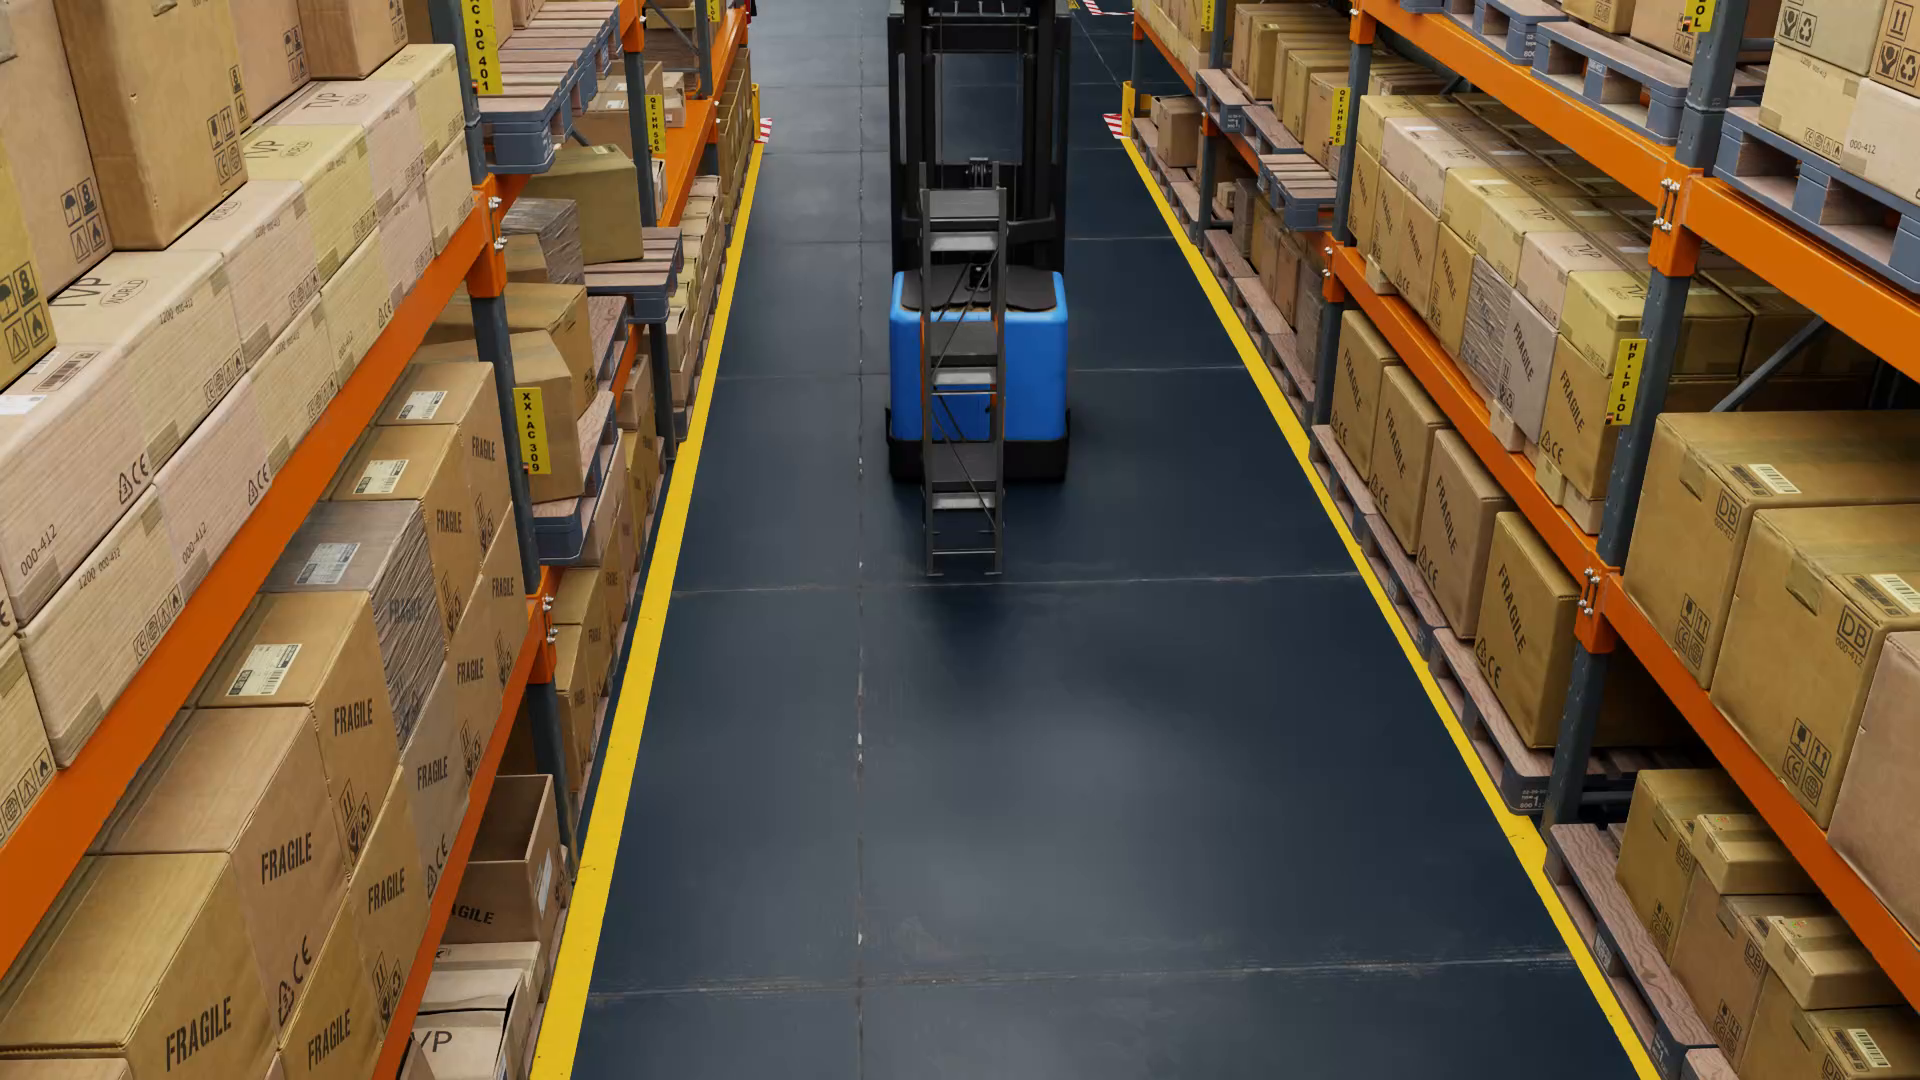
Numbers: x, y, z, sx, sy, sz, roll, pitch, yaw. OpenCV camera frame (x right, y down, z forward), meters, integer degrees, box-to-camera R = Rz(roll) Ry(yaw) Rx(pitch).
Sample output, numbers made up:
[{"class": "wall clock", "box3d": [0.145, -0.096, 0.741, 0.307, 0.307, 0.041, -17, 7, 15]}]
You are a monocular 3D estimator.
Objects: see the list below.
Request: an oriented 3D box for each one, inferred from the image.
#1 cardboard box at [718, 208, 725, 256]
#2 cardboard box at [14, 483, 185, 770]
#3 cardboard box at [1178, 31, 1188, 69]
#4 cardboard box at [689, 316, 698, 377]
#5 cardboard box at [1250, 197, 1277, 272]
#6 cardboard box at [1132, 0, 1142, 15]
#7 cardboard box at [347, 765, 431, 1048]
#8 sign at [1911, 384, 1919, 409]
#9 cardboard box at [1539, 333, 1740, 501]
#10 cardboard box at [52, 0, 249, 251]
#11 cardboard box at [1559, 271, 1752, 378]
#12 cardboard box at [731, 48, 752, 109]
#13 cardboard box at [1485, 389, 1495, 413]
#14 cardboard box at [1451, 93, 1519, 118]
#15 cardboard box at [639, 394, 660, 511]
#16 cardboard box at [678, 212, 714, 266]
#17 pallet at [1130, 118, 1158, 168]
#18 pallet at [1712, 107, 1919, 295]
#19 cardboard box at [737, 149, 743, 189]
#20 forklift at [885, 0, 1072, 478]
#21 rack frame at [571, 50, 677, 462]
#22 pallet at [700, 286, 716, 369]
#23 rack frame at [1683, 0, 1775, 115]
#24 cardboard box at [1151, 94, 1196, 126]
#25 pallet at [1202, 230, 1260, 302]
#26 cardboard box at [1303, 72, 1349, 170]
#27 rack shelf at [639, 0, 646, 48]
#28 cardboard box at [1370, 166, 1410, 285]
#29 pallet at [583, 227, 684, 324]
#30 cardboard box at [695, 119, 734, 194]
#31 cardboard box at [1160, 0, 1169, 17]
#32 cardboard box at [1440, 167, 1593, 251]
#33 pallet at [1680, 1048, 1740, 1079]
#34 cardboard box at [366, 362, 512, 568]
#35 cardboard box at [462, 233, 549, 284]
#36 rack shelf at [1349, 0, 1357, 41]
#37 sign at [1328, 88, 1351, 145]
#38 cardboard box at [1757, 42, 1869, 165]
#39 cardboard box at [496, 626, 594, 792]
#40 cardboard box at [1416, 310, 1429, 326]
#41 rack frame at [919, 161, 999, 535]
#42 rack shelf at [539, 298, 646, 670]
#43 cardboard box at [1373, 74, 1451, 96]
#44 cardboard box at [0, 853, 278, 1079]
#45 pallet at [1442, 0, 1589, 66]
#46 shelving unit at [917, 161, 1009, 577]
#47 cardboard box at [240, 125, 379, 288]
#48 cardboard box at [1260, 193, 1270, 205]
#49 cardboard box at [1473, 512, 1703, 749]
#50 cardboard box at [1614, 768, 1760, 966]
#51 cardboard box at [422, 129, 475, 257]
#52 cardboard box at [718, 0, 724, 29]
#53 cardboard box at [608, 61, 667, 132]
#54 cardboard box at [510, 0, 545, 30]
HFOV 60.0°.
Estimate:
[{"class": "cardboard box", "box3d": [-2.142, -2.455, 13.232, 0.500, 0.250, 0.500, -2, 28, -3]}, {"class": "cardboard box", "box3d": [-1.613, 0.132, 2.673, 0.500, 0.250, 0.500, -1, 28, -3]}, {"class": "cardboard box", "box3d": [2.148, -4.178, 14.157, 0.500, 0.250, 0.500, -1, 28, -2]}, {"class": "cardboard box", "box3d": [-2.006, -1.273, 10.966, 0.500, 0.250, 0.500, -2, 28, -4]}, {"class": "cardboard box", "box3d": [2.625, -2.303, 12.650, 0.700, 0.500, 0.500, -2, 28, -4]}, {"class": "cardboard box", "box3d": [1.993, -5.350, 16.405, 0.500, 0.250, 0.500, -2, 28, -4]}, {"class": "cardboard box", "box3d": [-1.667, 0.913, 4.148, 0.500, 0.500, 0.500, -1, 28, -2]}, {"class": "sign", "box3d": [3.465, -0.532, 6.005, 0.100, 0.325, 0.005, -1, 28, -3]}, {"class": "cardboard box", "box3d": [2.635, -0.491, 6.497, 0.500, 0.500, 0.500, -2, 28, -3]}, {"class": "cardboard box", "box3d": [-1.877, -0.879, 3.259, 0.700, 0.500, 0.500, -1, 28, -3]}, {"class": "cardboard box", "box3d": [2.631, -0.826, 6.328, 0.500, 0.250, 0.500, -1, 28, -1]}, {"class": "cardboard box", "box3d": [-2.337, -4.578, 16.493, 0.500, 0.500, 0.500, -1, 28, -3]}, {"class": "cardboard box", "box3d": [2.586, -0.617, 7.440, 0.380, 0.149, 0.250, -1, 28, -3]}, {"class": "cardboard box", "box3d": [2.985, -2.261, 9.078, 0.500, 0.250, 0.500, -1, 28, -1]}, {"class": "cardboard box", "box3d": [-1.961, -0.485, 9.164, 0.500, 0.500, 0.500, 0, 28, -1]}, {"class": "cardboard box", "box3d": [-2.089, -2.237, 12.208, 0.500, 0.311, 0.500, -1, 28, -3]}, {"class": "pallet", "box3d": [2.295, -3.993, 16.678, 1.003, 0.211, 1.213, -1, 28, -3]}, {"class": "pallet", "box3d": [2.943, -1.012, 4.798, 1.003, 0.211, 1.213, -1, 28, -3]}, {"class": "cardboard box", "box3d": [-2.217, -3.323, 14.896, 0.500, 0.250, 0.500, -1, 28, -3]}, {"class": "forklift", "box3d": [0.115, -2.302, 10.495, 1.130, 2.935, 3.031, 0, 28, 0]}, {"class": "rack frame", "box3d": [-2.245, -1.825, 9.505, 1.000, 3.000, 0.127, -1, 28, -3]}, {"class": "pallet", "box3d": [-2.309, -1.532, 11.958, 1.003, 0.211, 1.213, -1, 28, -3]}, {"class": "rack frame", "box3d": [2.911, -2.759, 4.809, 1.000, 3.000, 0.127, -1, 28, -3]}, {"class": "cardboard box", "box3d": [2.231, -4.322, 16.725, 0.500, 0.311, 0.500, -4, 28, -8]}, {"class": "pallet", "box3d": [2.535, -2.198, 13.235, 1.003, 0.211, 1.213, -1, 28, -3]}, {"class": "cardboard box", "box3d": [2.611, -2.660, 10.522, 0.700, 0.500, 0.500, -4, 28, -7]}, {"class": "rack shelf", "box3d": [-2.349, -3.760, 10.749, 1.077, 0.370, 4.000, -1, 28, -3]}, {"class": "cardboard box", "box3d": [2.490, -1.659, 8.735, 0.500, 0.500, 0.500, 0, 28, -1]}, {"class": "pallet", "box3d": [-2.139, -1.428, 8.953, 1.213, 0.211, 1.003, -1, 28, -3]}, {"class": "cardboard box", "box3d": [-2.165, -3.193, 13.837, 0.500, 0.500, 0.500, -1, 28, -3]}, {"class": "cardboard box", "box3d": [2.085, -4.983, 14.889, 0.500, 0.500, 0.500, -1, 28, -1]}, {"class": "cardboard box", "box3d": [2.560, -1.533, 7.684, 0.500, 0.250, 0.500, -2, 28, -4]}, {"class": "pallet", "box3d": [2.939, 2.055, 5.081, 1.003, 0.211, 1.213, -1, 28, -3]}, {"class": "cardboard box", "box3d": [-1.751, -0.238, 5.273, 0.500, 0.500, 0.500, -1, 28, -2]}, {"class": "cardboard box", "box3d": [-2.190, -1.023, 7.405, 0.700, 0.500, 0.500, -8, 29, -16]}, {"class": "rack shelf", "box3d": [2.598, -3.881, 10.981, 1.077, 0.370, 4.000, -1, 28, -3]}, {"class": "sign", "box3d": [2.161, -2.407, 9.455, 0.100, 0.325, 0.005, -1, 28, -3]}, {"class": "cardboard box", "box3d": [2.684, -1.268, 4.793, 0.500, 0.250, 0.500, -1, 28, -3]}, {"class": "cardboard box", "box3d": [-1.818, 0.706, 6.879, 0.500, 0.500, 0.500, -3, 28, -5]}, {"class": "cardboard box", "box3d": [2.580, -1.212, 8.580, 0.380, 0.149, 0.250, -1, 28, -2]}, {"class": "rack frame", "box3d": [-0.004, -0.967, 8.834, 0.400, 2.100, 0.015, -1, 28, -3]}, {"class": "rack shelf", "box3d": [-2.140, -0.582, 7.901, 1.077, 0.370, 4.000, -1, 28, -3]}, {"class": "cardboard box", "box3d": [2.654, -2.632, 9.767, 0.380, 0.149, 0.250, -5, 28, -9]}, {"class": "cardboard box", "box3d": [-1.622, 0.929, 3.035, 0.500, 0.500, 0.500, -1, 28, -2]}, {"class": "pallet", "box3d": [2.850, -2.380, 7.530, 1.003, 0.211, 1.213, 0, 28, 0]}, {"class": "shelving unit", "box3d": [0.009, -0.855, 8.618, 0.431, 2.100, 0.503, -1, 28, -3]}, {"class": "cardboard box", "box3d": [-1.693, -0.783, 3.885, 0.500, 0.250, 0.500, -1, 28, -3]}, {"class": "cardboard box", "box3d": [2.575, -2.670, 12.542, 0.500, 0.250, 0.500, -2, 28, -4]}, {"class": "cardboard box", "box3d": [2.747, 0.371, 7.166, 0.750, 0.750, 0.750, -1, 28, -2]}, {"class": "cardboard box", "box3d": [2.848, 1.171, 6.010, 0.700, 0.500, 0.500, -1, 28, -2]}, {"class": "cardboard box", "box3d": [-1.745, -1.023, 4.886, 0.500, 0.250, 0.500, -1, 28, -3]}, {"class": "cardboard box", "box3d": [-2.619, -5.105, 15.687, 0.700, 0.500, 0.500, -1, 28, -1]}, {"class": "cardboard box", "box3d": [-2.402, -3.118, 11.877, 0.500, 0.500, 0.500, 1, 28, 1]}, {"class": "cardboard box", "box3d": [-2.061, -2.433, 6.757, 0.600, 0.600, 0.600, -2, 28, -5]}]
